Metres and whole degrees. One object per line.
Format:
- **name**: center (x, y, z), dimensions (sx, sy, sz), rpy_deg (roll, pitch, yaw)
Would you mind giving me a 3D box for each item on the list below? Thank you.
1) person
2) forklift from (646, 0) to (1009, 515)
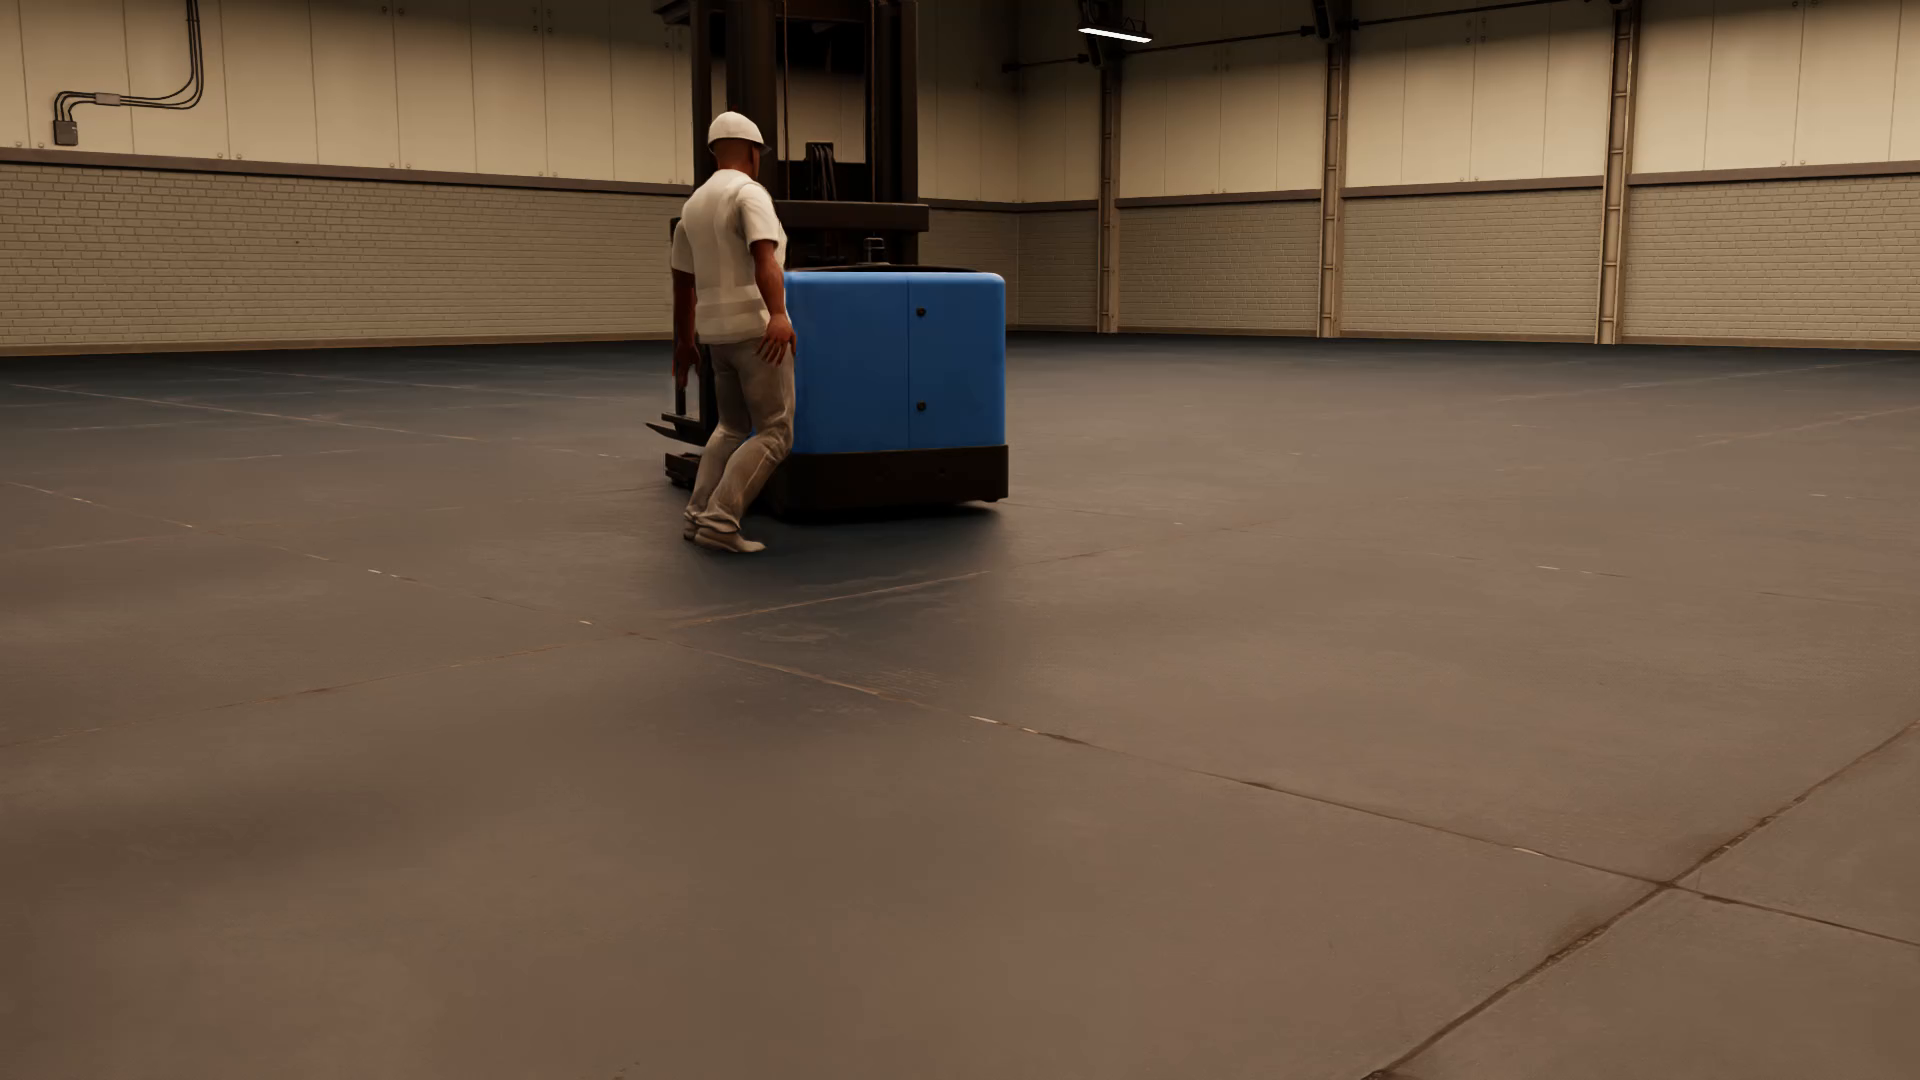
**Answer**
- **person**: center (-0.876, -0.802, 6.474), dimensions (0.504, 1.720, 0.912), rpy_deg (-6, 10, -35)
- **forklift**: center (-0.881, -1.736, 8.404), dimensions (1.130, 2.935, 3.031), rpy_deg (-4, 10, -26)
